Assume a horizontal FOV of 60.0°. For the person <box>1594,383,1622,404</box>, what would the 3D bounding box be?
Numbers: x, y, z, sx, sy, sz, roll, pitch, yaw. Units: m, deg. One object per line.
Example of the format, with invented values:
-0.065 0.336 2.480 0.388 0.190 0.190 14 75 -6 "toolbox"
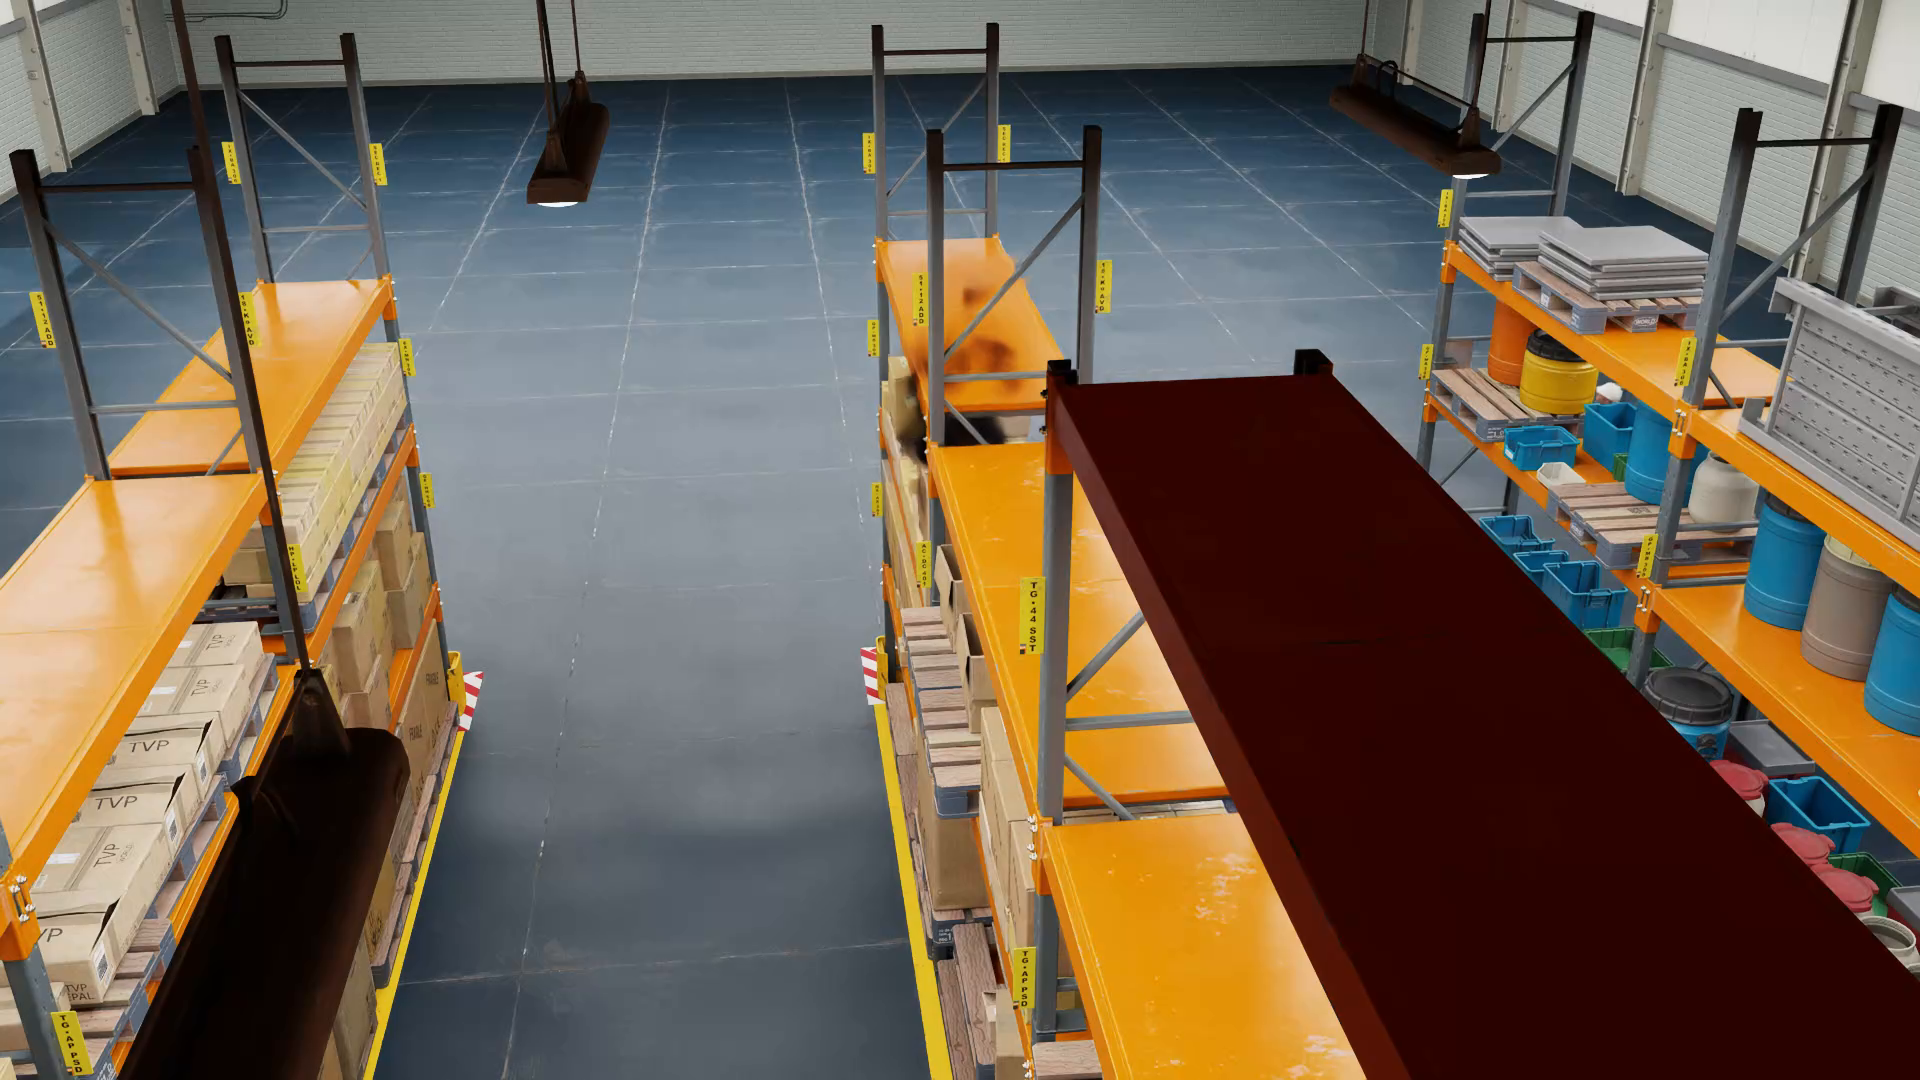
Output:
7.021 -0.909 18.418 0.523 1.736 0.668 10 27 19 "person"
